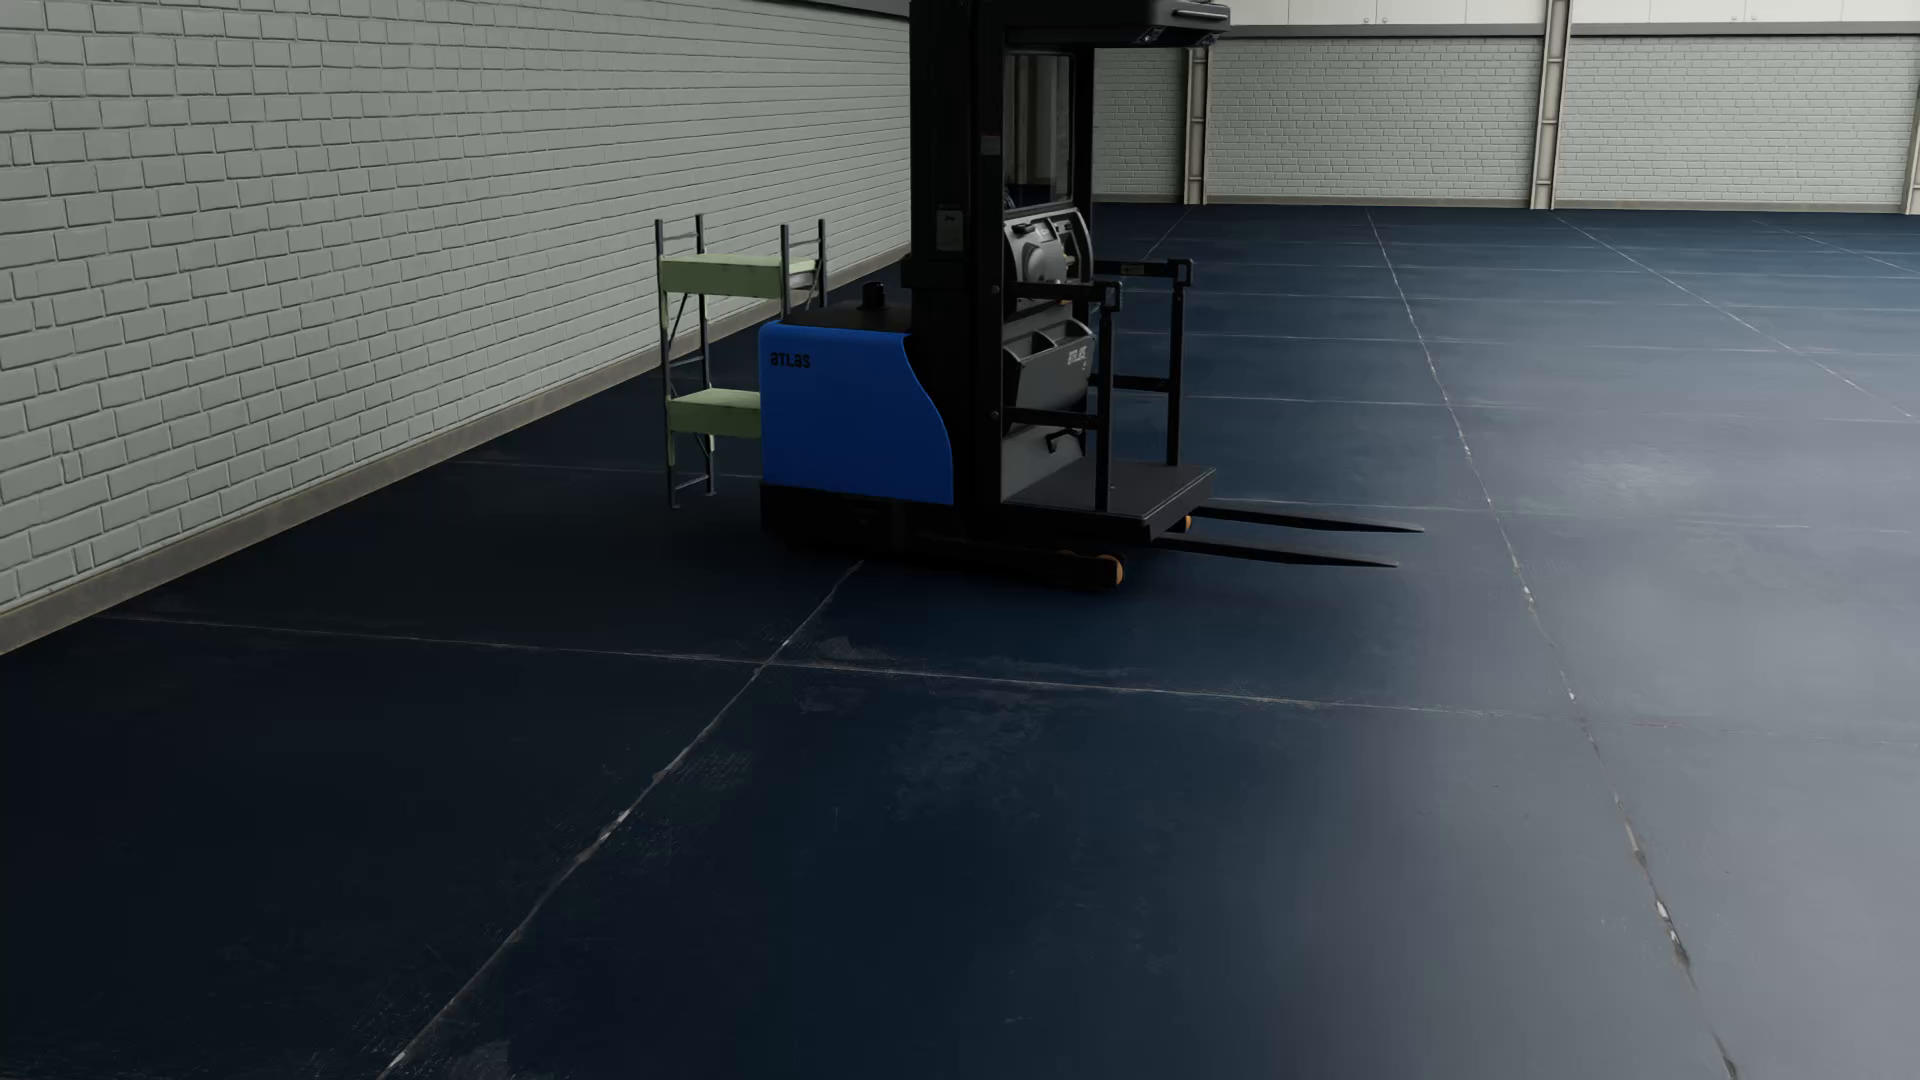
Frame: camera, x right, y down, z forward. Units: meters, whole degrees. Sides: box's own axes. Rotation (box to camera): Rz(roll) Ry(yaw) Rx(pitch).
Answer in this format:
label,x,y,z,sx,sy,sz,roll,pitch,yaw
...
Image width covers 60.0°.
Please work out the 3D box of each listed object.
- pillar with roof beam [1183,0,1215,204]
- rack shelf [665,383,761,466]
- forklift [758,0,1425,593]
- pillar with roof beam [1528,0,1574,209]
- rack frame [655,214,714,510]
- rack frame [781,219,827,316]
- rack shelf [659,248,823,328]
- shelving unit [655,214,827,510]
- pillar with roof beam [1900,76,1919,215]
label,x,y,z,sx,sy,sz,roll,pitch,yaw
pillar with roof beam,3.414,-9.321,24.948,0.400,9.000,9.100,3,16,11
rack shelf,-1.105,-0.575,8.643,0.720,0.370,0.431,7,17,24
forklift,0.592,-1.342,7.510,3.031,2.935,1.130,7,17,24
pillar with roof beam,9.293,-9.002,23.796,0.400,9.000,9.100,3,16,11
rack frame,-1.436,-0.931,8.705,0.023,1.500,0.400,7,17,24
rack frame,-0.773,-0.848,8.406,0.023,1.500,0.400,7,17,24
rack shelf,-1.105,-1.265,8.451,0.720,0.370,0.431,7,17,24
shelving unit,-1.105,-0.889,8.556,0.755,1.500,0.431,7,17,24
pillar with roof beam,15.173,-8.683,22.643,0.400,9.000,9.100,3,16,11
